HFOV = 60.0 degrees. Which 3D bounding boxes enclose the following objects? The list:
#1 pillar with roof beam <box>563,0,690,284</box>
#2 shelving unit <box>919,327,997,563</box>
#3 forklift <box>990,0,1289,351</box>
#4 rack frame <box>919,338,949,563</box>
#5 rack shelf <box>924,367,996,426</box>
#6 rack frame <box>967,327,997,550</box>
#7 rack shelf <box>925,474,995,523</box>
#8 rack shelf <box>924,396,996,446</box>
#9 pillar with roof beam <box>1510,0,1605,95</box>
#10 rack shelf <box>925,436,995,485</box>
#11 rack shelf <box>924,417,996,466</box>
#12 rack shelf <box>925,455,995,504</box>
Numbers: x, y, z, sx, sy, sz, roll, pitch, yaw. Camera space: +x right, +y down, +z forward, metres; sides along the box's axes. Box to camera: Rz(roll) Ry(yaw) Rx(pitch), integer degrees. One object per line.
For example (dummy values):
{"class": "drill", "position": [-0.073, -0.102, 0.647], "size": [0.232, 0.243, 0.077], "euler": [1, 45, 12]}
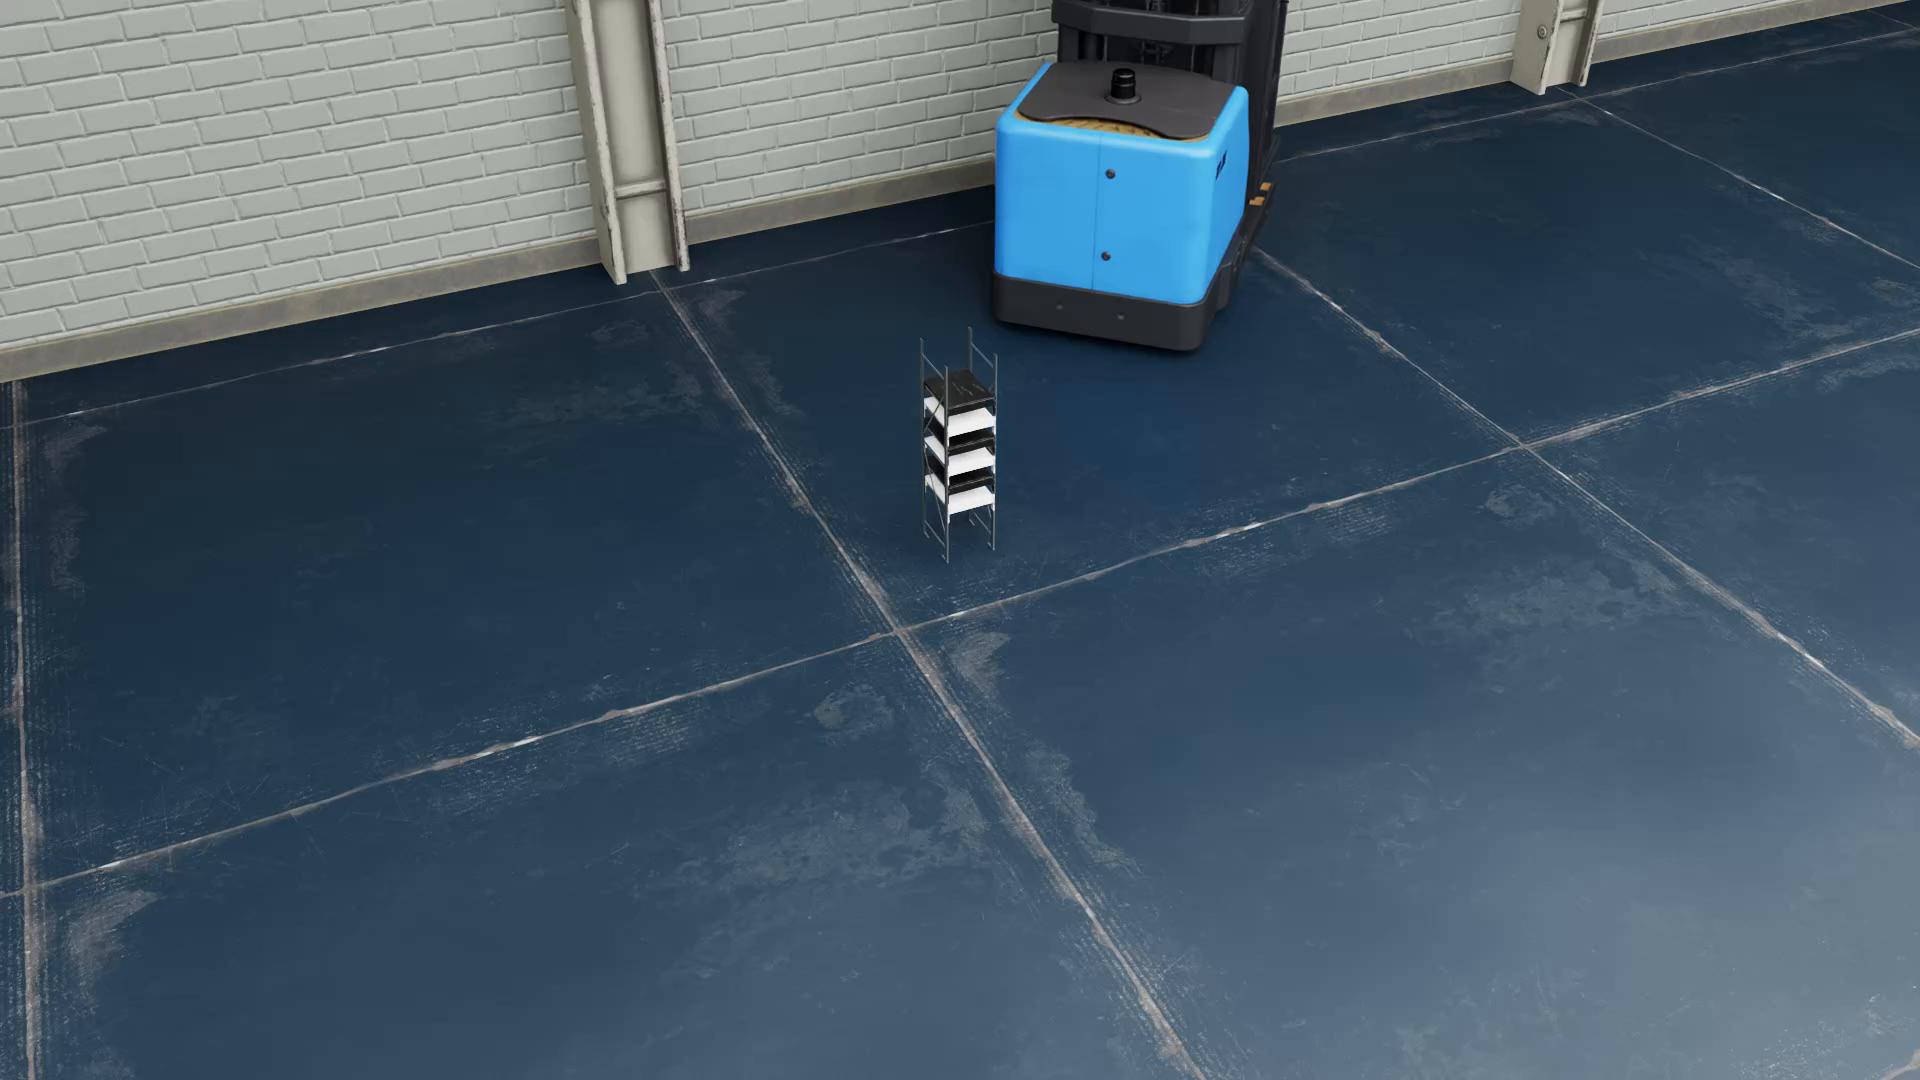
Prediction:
{"class": "pillar with roof beam", "position": [0.184, -2.733, 2.881], "size": [0.400, 9.000, 9.100], "euler": [-16, 39, -20]}
{"class": "shelving unit", "position": [-0.007, -0.359, 6.479], "size": [0.210, 0.900, 0.258], "euler": [-16, 39, -20]}
{"class": "forklift", "position": [1.107, -2.948, 8.264], "size": [1.130, 2.935, 3.031], "euler": [12, 38, 15]}
{"class": "rack frame", "position": [-0.099, -0.334, 6.444], "size": [0.006, 0.900, 0.240], "euler": [-16, 39, -20]}
{"class": "rack shelf", "position": [-0.007, -0.549, 6.338], "size": [0.200, 0.077, 0.258], "euler": [-16, 39, -20]}
{"class": "rack frame", "position": [0.085, -0.385, 6.514], "size": [0.006, 0.900, 0.240], "euler": [-16, 39, -20]}
{"class": "rack shelf", "position": [-0.007, -0.188, 6.606], "size": [0.200, 0.077, 0.258], "euler": [-16, 39, -20]}
{"class": "rack shelf", "position": [-0.007, -0.477, 6.392], "size": [0.200, 0.077, 0.258], "euler": [-16, 39, -20]}
{"class": "pillar with roof beam", "position": [5.615, -4.251, 4.928], "size": [0.400, 9.000, 9.100], "euler": [-16, 39, -20]}
{"class": "rack shelf", "position": [-0.007, -0.333, 6.499], "size": [0.200, 0.077, 0.258], "euler": [-16, 39, -20]}
{"class": "rack shelf", "position": [-0.007, -0.405, 6.445], "size": [0.200, 0.077, 0.258], "euler": [-16, 39, -20]}
{"class": "rack shelf", "position": [-0.007, -0.260, 6.553], "size": [0.200, 0.077, 0.258], "euler": [-16, 39, -20]}
